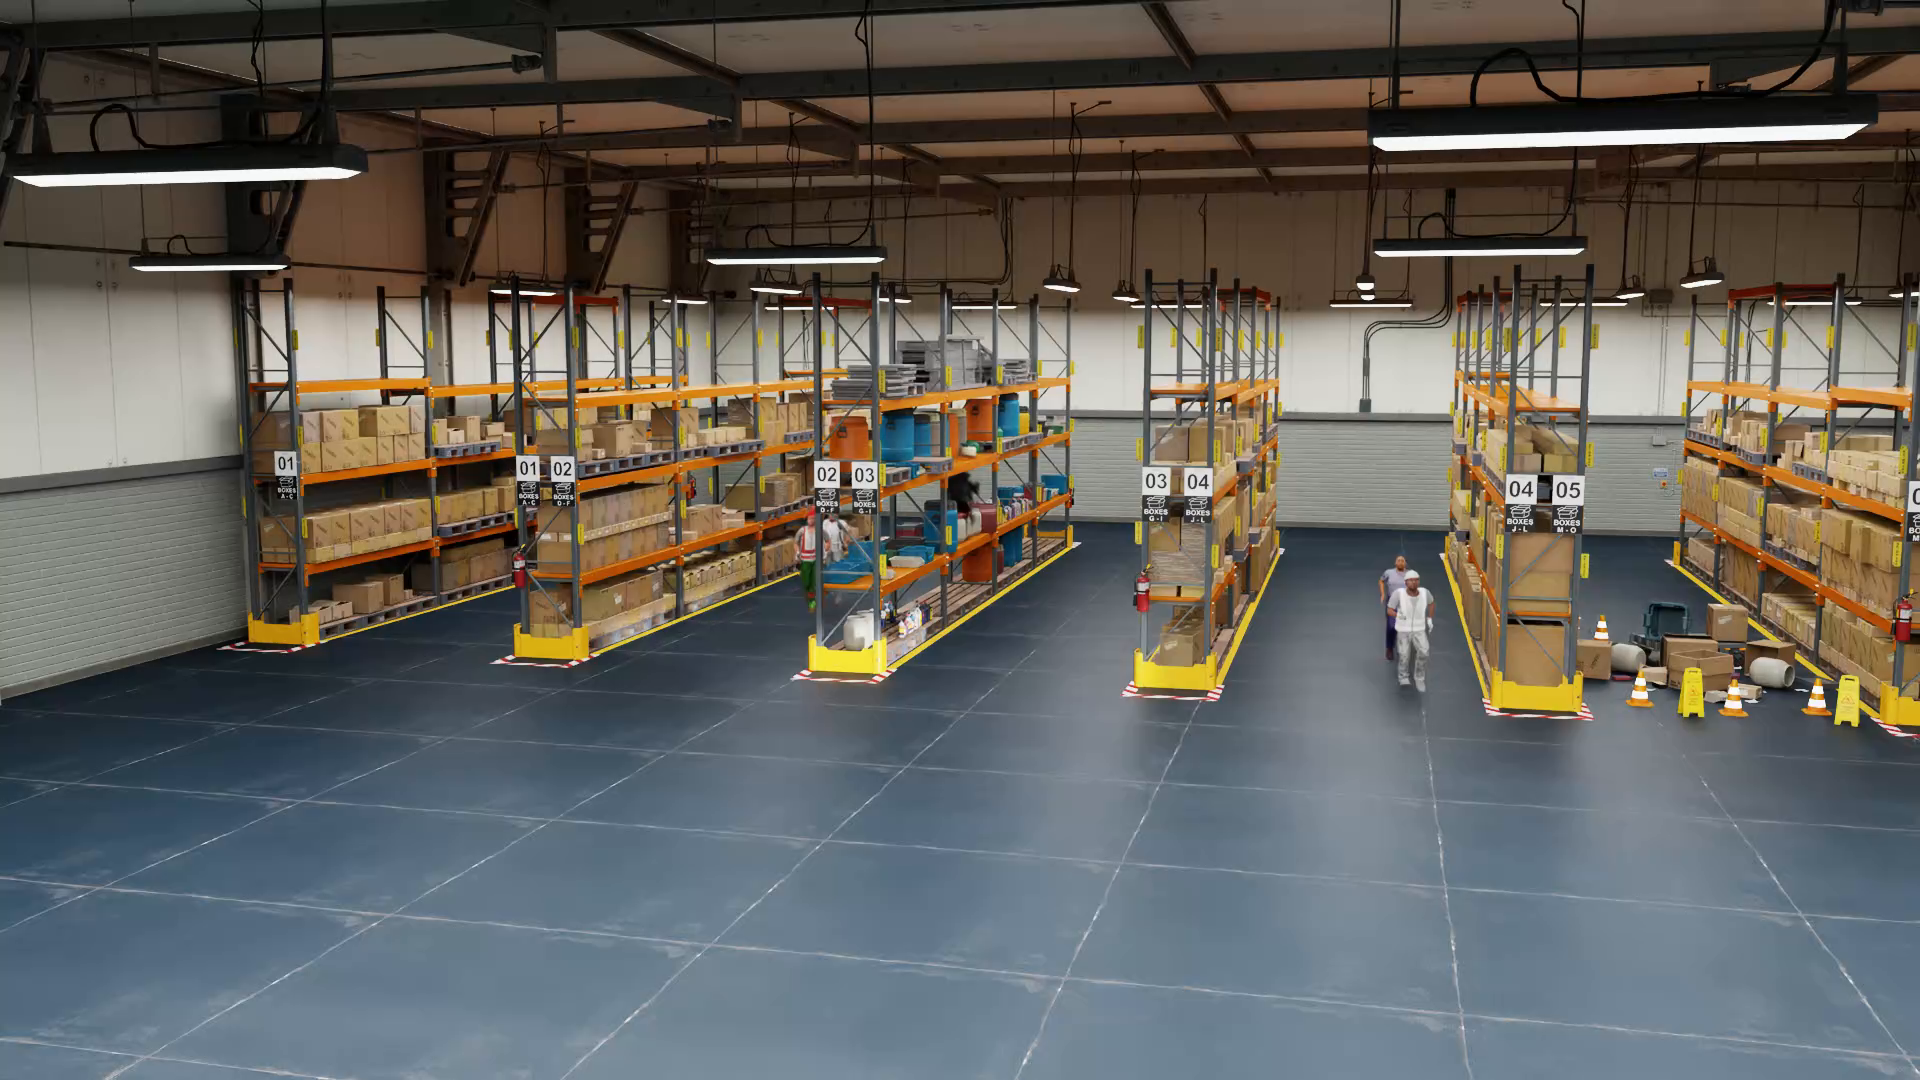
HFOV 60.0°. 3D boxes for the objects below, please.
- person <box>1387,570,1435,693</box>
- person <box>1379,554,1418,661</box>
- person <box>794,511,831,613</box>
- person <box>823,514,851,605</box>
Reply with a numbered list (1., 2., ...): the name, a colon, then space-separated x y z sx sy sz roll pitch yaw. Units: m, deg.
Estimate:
1. person: 6.426 1.296 23.673 0.708 1.755 0.753 1 7 5
2. person: 6.906 1.070 26.194 0.575 1.674 0.711 1 7 9
3. person: -2.573 0.363 29.050 0.655 1.758 0.718 0 7 -3
4. person: -2.342 0.273 30.566 0.592 1.787 0.707 1 7 10
